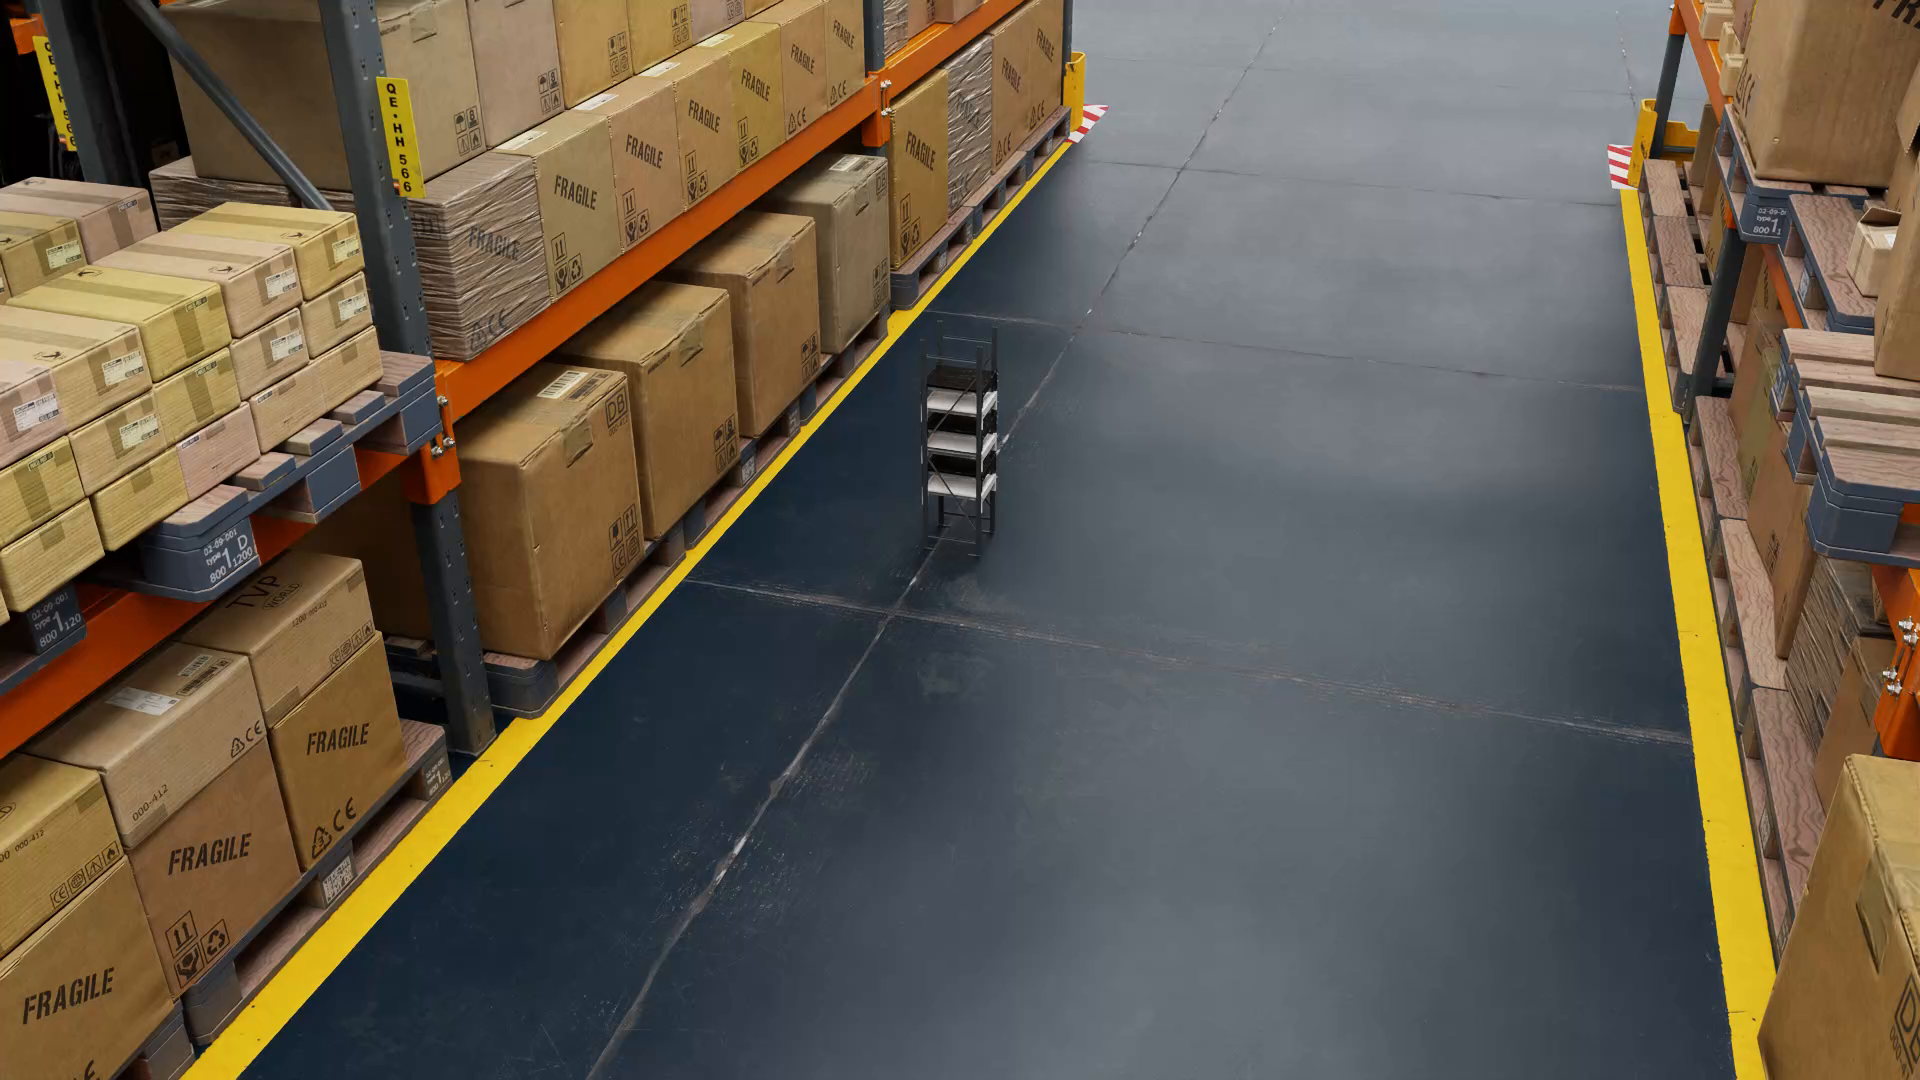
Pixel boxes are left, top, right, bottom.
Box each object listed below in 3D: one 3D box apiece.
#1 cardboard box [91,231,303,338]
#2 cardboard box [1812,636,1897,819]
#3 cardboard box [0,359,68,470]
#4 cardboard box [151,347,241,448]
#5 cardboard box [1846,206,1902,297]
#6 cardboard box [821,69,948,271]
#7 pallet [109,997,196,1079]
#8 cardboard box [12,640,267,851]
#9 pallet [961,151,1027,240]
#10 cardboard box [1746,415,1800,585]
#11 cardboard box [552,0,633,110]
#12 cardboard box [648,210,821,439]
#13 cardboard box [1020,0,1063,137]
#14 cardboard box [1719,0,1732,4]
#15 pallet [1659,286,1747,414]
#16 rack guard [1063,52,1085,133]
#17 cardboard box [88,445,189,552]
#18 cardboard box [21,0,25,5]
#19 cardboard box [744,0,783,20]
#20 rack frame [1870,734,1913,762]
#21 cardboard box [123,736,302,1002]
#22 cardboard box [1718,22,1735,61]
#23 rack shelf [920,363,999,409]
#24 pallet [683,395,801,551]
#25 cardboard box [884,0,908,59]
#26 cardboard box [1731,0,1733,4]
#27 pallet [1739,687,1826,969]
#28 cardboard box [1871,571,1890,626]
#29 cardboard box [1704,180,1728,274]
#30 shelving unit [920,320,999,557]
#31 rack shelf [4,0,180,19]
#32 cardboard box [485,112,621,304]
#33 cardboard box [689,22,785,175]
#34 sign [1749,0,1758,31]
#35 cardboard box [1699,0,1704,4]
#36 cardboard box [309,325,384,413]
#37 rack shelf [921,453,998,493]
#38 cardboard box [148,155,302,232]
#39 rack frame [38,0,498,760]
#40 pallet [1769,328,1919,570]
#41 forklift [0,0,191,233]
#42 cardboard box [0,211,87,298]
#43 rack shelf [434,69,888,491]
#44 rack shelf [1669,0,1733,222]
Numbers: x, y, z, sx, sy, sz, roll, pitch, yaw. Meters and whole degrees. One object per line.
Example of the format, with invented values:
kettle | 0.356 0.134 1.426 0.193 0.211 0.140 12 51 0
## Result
cardboard box | -1.823 -0.615 3.985 0.380 0.149 0.250 8 30 14
cardboard box | 2.848 0.650 4.615 0.700 0.500 0.500 7 30 12
cardboard box | -2.051 -0.257 3.342 0.380 0.149 0.250 9 30 15
cardboard box | -1.902 -0.353 3.820 0.380 0.149 0.250 9 30 16
cardboard box | 2.902 -0.874 4.943 0.396 0.266 0.258 8 30 13
cardboard box | -0.615 -2.087 9.170 0.875 0.875 0.875 9 30 16
pallet | -2.632 1.456 3.916 1.003 0.211 1.213 8 30 15
cardboard box | -2.129 0.482 4.166 0.500 0.250 0.500 9 30 16
pallet | -0.213 -2.242 10.564 1.003 0.211 1.213 8 30 15
cardboard box | 3.322 -0.134 6.023 0.700 0.500 0.500 6 30 11
cardboard box | -1.604 -1.853 5.864 0.700 0.500 0.500 8 30 14
cardboard box | -1.250 -1.001 7.346 1.050 0.750 0.750 8 30 15
cardboard box | 0.171 -3.339 11.421 0.875 0.875 0.875 9 30 15
cardboard box | 4.347 -2.864 9.071 0.380 0.149 0.250 8 30 15
pallet | 4.008 -0.894 8.139 1.003 0.211 1.213 8 30 15
rack guard | 0.314 -3.327 12.217 1.175 0.500 0.348 8 30 15
cardboard box | -1.973 -0.120 3.706 0.380 0.149 0.250 8 30 14
cardboard box | -5.229 -3.200 9.675 0.380 0.149 0.250 8 30 15
cardboard box | -1.156 -2.560 7.134 0.700 0.500 0.500 8 30 14
rack frame | 2.671 0.064 3.550 1.000 3.000 0.127 8 30 15
cardboard box | -2.140 0.802 4.362 0.500 0.500 0.500 10 31 17
cardboard box | 4.081 -2.522 8.457 0.380 0.149 0.250 8 30 15
rack shelf | -0.002 -0.596 6.409 0.258 0.077 0.200 8 30 15
pallet | -1.378 -0.393 7.239 1.003 0.211 1.213 8 30 15
cardboard box | -0.770 -2.788 8.523 0.875 0.550 0.550 8 30 15
cardboard box | 4.611 -3.100 8.829 0.875 0.500 0.500 8 30 15
pallet | 2.902 0.919 4.880 1.003 0.211 1.213 8 30 15
cardboard box | 2.985 0.073 4.881 0.500 0.250 0.500 12 31 20
cardboard box | 4.269 -1.633 8.740 0.500 0.500 0.500 6 30 10
shelving unit | -0.002 -0.389 6.524 0.258 0.900 0.210 8 30 15
rack shelf | -5.042 -3.824 11.279 1.077 0.370 4.000 8 30 15
cardboard box | -1.505 -1.141 5.613 0.500 0.500 0.500 8 30 14
cardboard box | -1.061 -1.843 6.875 0.500 0.500 0.500 9 30 15
sign | 3.324 -2.247 6.814 0.100 0.325 0.005 8 30 15
cardboard box | 4.528 -3.218 9.708 0.380 0.149 0.250 8 30 15
cardboard box | -1.746 -0.470 4.335 0.380 0.149 0.250 9 30 16
rack shelf | -0.002 -0.282 6.584 0.258 0.077 0.200 8 30 15
cardboard box | -2.166 -0.982 5.327 0.500 0.500 0.500 8 30 15
rack frame | -2.041 -0.691 4.906 1.000 3.000 0.127 8 30 15
pallet | 2.778 -0.199 4.219 1.213 0.211 1.003 8 30 15
forklift | -3.115 -1.574 6.565 1.130 2.935 3.031 9 30 15
cardboard box | -2.438 -0.712 4.159 0.380 0.149 0.250 8 30 14
rack shelf | -1.454 -1.306 6.752 1.077 0.370 4.000 8 30 15
rack shelf | 4.432 -2.410 8.737 1.077 0.370 4.000 8 30 15
